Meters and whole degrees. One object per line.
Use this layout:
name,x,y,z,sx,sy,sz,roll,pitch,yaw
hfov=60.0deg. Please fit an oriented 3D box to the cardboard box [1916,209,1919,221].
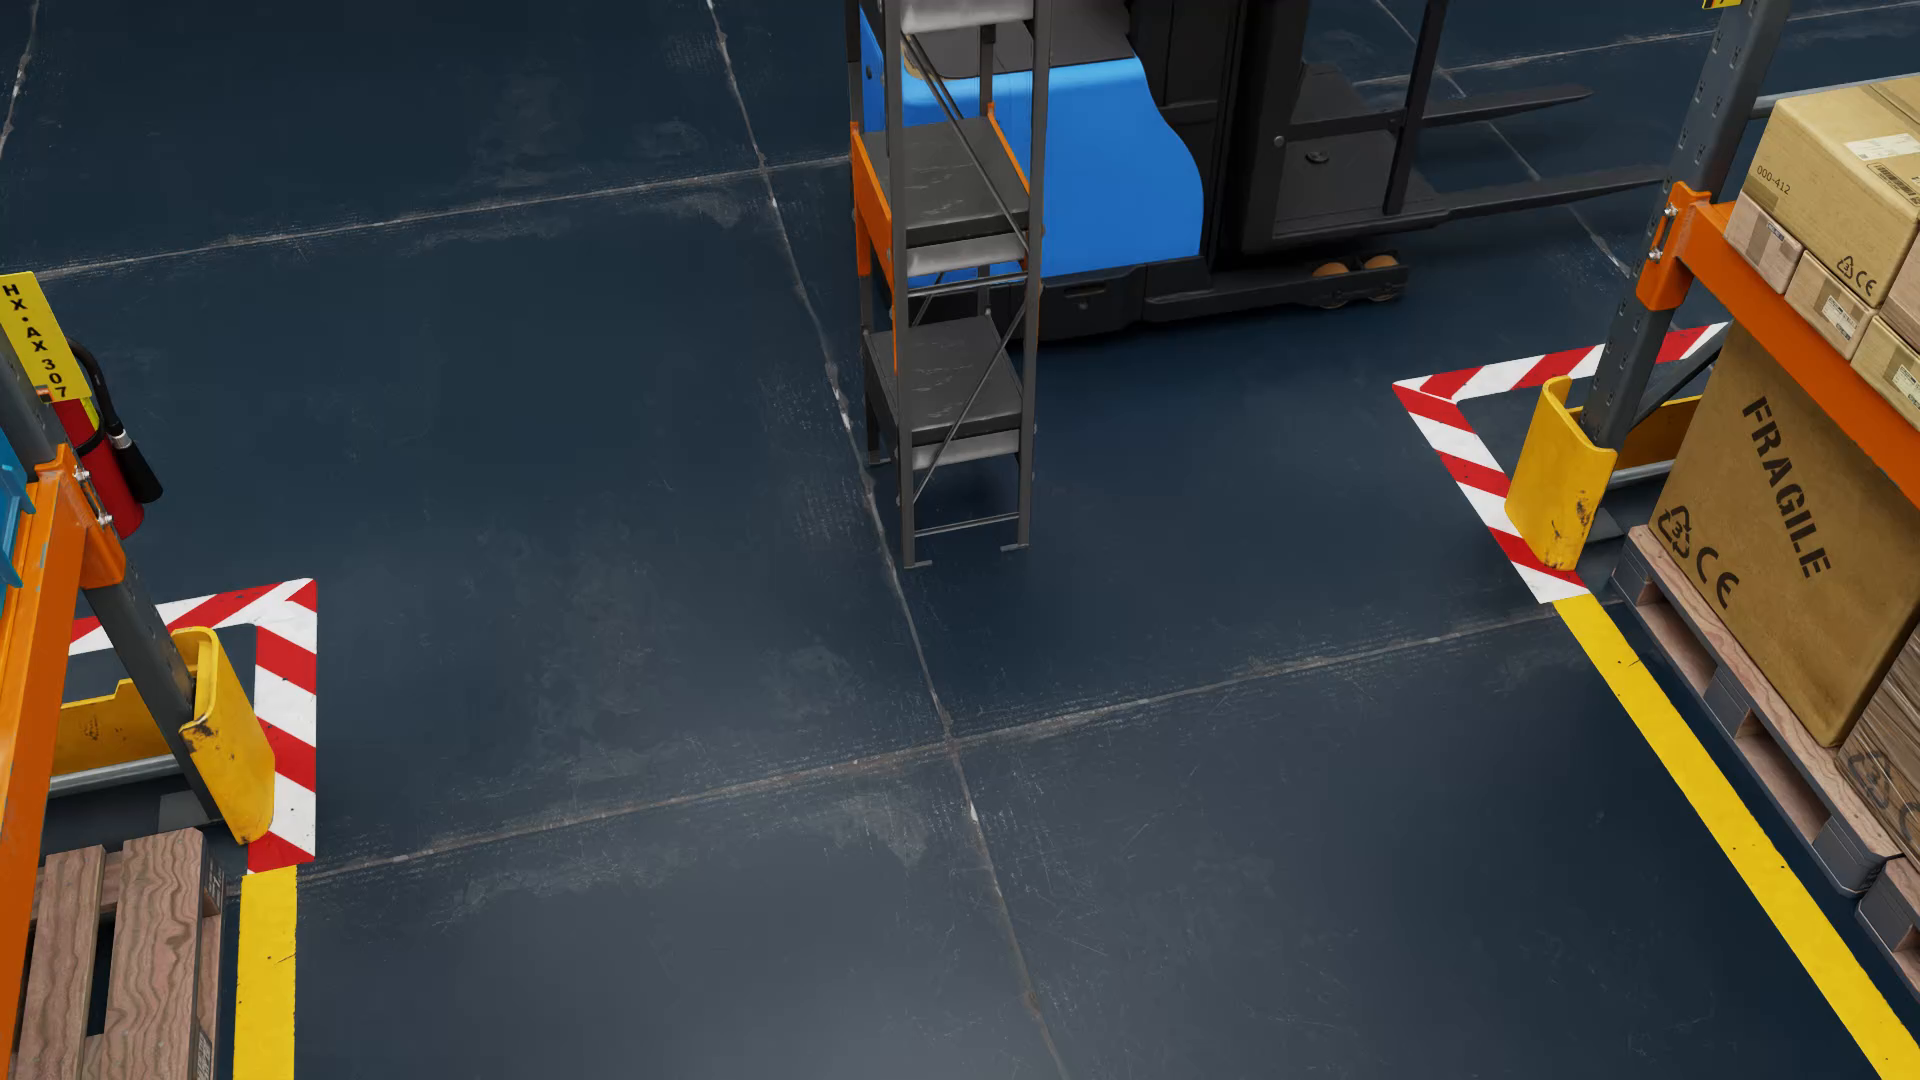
cardboard box,2.341,-0.740,3.246,0.500,0.500,0.500,-12,47,-11

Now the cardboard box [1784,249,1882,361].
cardboard box,2.190,-0.581,3.896,0.380,0.149,0.250,-11,47,-11

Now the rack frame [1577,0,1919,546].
rack frame,2.351,-1.152,4.278,1.000,3.000,0.127,-11,47,-10

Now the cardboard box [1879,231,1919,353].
cardboard box,2.352,-0.465,3.502,0.500,0.250,0.500,-11,47,-11

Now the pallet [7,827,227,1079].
pallet,-2.263,1.306,3.822,1.003,0.211,1.213,-11,47,-10

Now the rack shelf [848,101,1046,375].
rack shelf,-0.042,-0.840,4.622,0.431,0.518,0.480,-11,47,-10

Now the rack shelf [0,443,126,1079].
rack shelf,-1.925,1.387,2.295,1.077,0.370,4.000,-11,47,-10

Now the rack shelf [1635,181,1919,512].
rack shelf,2.863,0.481,3.182,1.077,0.370,4.000,-11,47,-10

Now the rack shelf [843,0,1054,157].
rack shelf,-0.042,-1.330,4.122,0.431,0.518,0.480,-11,47,-10

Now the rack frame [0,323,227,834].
rack frame,-2.437,-0.246,3.391,1.000,3.000,0.127,-11,47,-10

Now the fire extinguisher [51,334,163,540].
fire extinguisher,-2.036,-0.276,3.735,0.296,0.674,0.183,-11,47,-10

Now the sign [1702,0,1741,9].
sign,1.813,-1.385,3.846,0.100,0.325,0.005,-11,47,-10

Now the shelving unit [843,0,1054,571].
shelving unit,-0.042,-0.849,4.612,0.431,2.100,0.503,-11,47,-10

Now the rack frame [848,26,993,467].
rack frame,-0.105,-1.018,4.777,0.400,2.100,0.015,-11,47,-10

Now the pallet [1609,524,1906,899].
pallet,2.631,0.362,4.747,1.003,0.211,1.213,-11,47,-10

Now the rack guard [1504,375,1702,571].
rack guard,2.345,-0.293,5.187,1.175,0.500,0.348,-11,47,-10

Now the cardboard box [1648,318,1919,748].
cardboard box,2.592,-0.128,4.469,0.875,0.875,0.875,-11,47,-10

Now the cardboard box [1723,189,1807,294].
cardboard box,2.123,-0.758,4.069,0.380,0.149,0.250,-10,46,-10

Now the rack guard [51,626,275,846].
rack guard,-2.456,0.615,4.298,1.175,0.500,0.348,-11,47,-10

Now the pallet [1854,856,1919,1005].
pallet,2.940,1.203,3.924,1.003,0.211,1.213,-11,47,-10

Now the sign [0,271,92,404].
sign,-1.909,-0.415,3.442,0.100,0.325,0.005,-11,47,-10

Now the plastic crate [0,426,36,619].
plastic crate,-2.171,-0.082,3.164,0.616,0.435,0.499,-11,47,-10

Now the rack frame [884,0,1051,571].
rack frame,0.020,-0.681,4.447,0.400,2.100,0.015,-11,47,-10

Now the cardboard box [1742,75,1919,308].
cardboard box,2.213,-0.823,3.853,0.500,0.250,0.500,-12,47,-11

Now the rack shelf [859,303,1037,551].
rack shelf,-0.042,-0.350,5.122,0.431,0.518,0.480,-11,47,-10

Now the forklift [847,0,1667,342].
forklift,1.152,-2.229,5.382,3.031,2.935,1.130,-10,46,-9

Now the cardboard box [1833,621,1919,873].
cardboard box,2.825,0.501,3.853,0.875,0.875,0.875,-11,47,-10

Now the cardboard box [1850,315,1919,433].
cardboard box,2.256,-0.405,3.722,0.380,0.149,0.250,-12,47,-11
